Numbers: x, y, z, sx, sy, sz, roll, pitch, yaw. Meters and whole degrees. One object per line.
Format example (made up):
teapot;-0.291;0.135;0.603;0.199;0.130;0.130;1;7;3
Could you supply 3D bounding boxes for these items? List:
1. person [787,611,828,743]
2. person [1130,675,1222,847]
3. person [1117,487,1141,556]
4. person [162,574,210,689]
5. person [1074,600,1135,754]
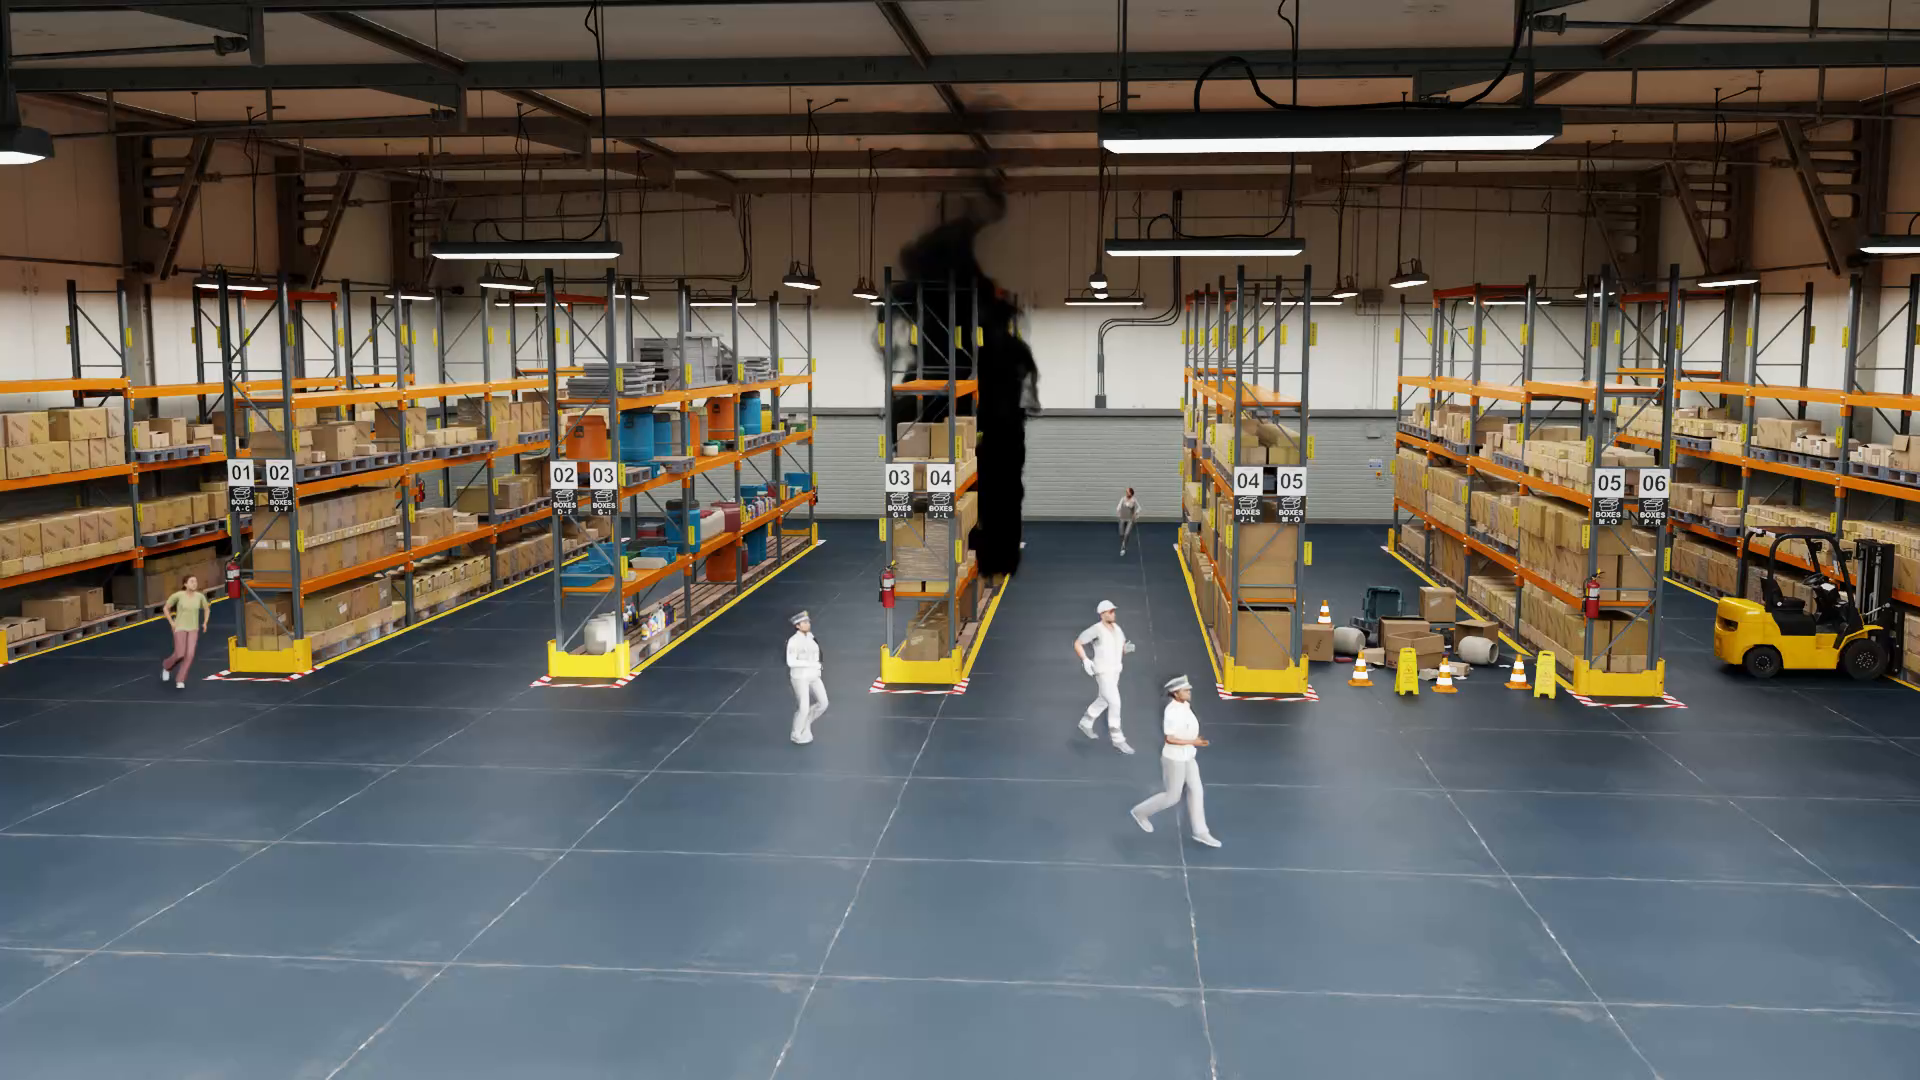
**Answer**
person;-1.850;1.691;20.445;0.570;1.662;0.600;5;9;36
person;2.147;2.164;16.440;0.920;1.699;0.581;4;8;27
person;3.917;-0.445;38.598;0.555;1.571;0.655;2;7;18
person;-11.172;1.289;24.046;0.646;1.617;0.580;-7;10;-44
person;1.795;1.636;20.258;0.901;1.810;0.655;6;9;40
